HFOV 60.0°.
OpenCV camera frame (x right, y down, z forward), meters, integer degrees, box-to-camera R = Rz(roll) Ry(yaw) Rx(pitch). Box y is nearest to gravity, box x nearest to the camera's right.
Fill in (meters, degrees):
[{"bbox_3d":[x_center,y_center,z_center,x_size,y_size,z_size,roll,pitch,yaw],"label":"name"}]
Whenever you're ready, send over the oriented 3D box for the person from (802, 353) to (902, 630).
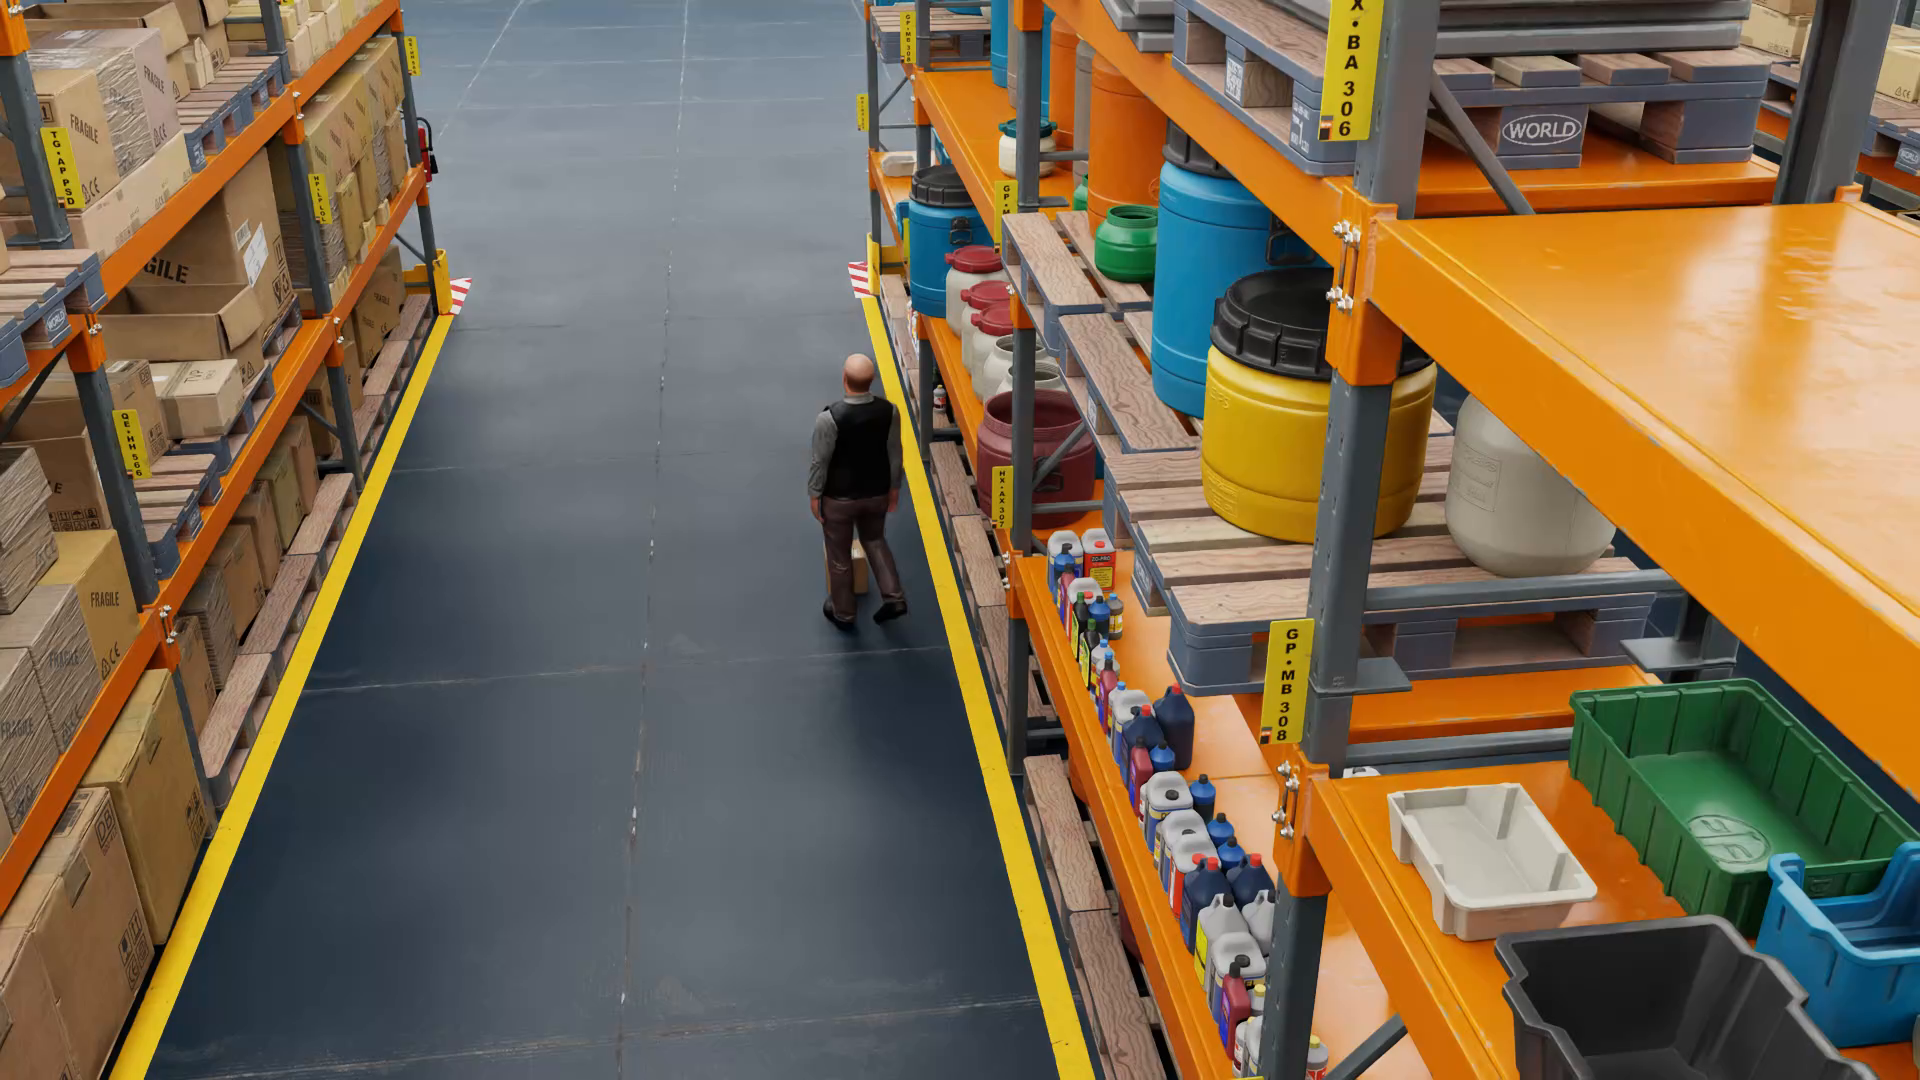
[{"bbox_3d":[-0.635,-0.265,9.638,0.560,1.720,0.498,-12,29,-23],"label":"person"}]
